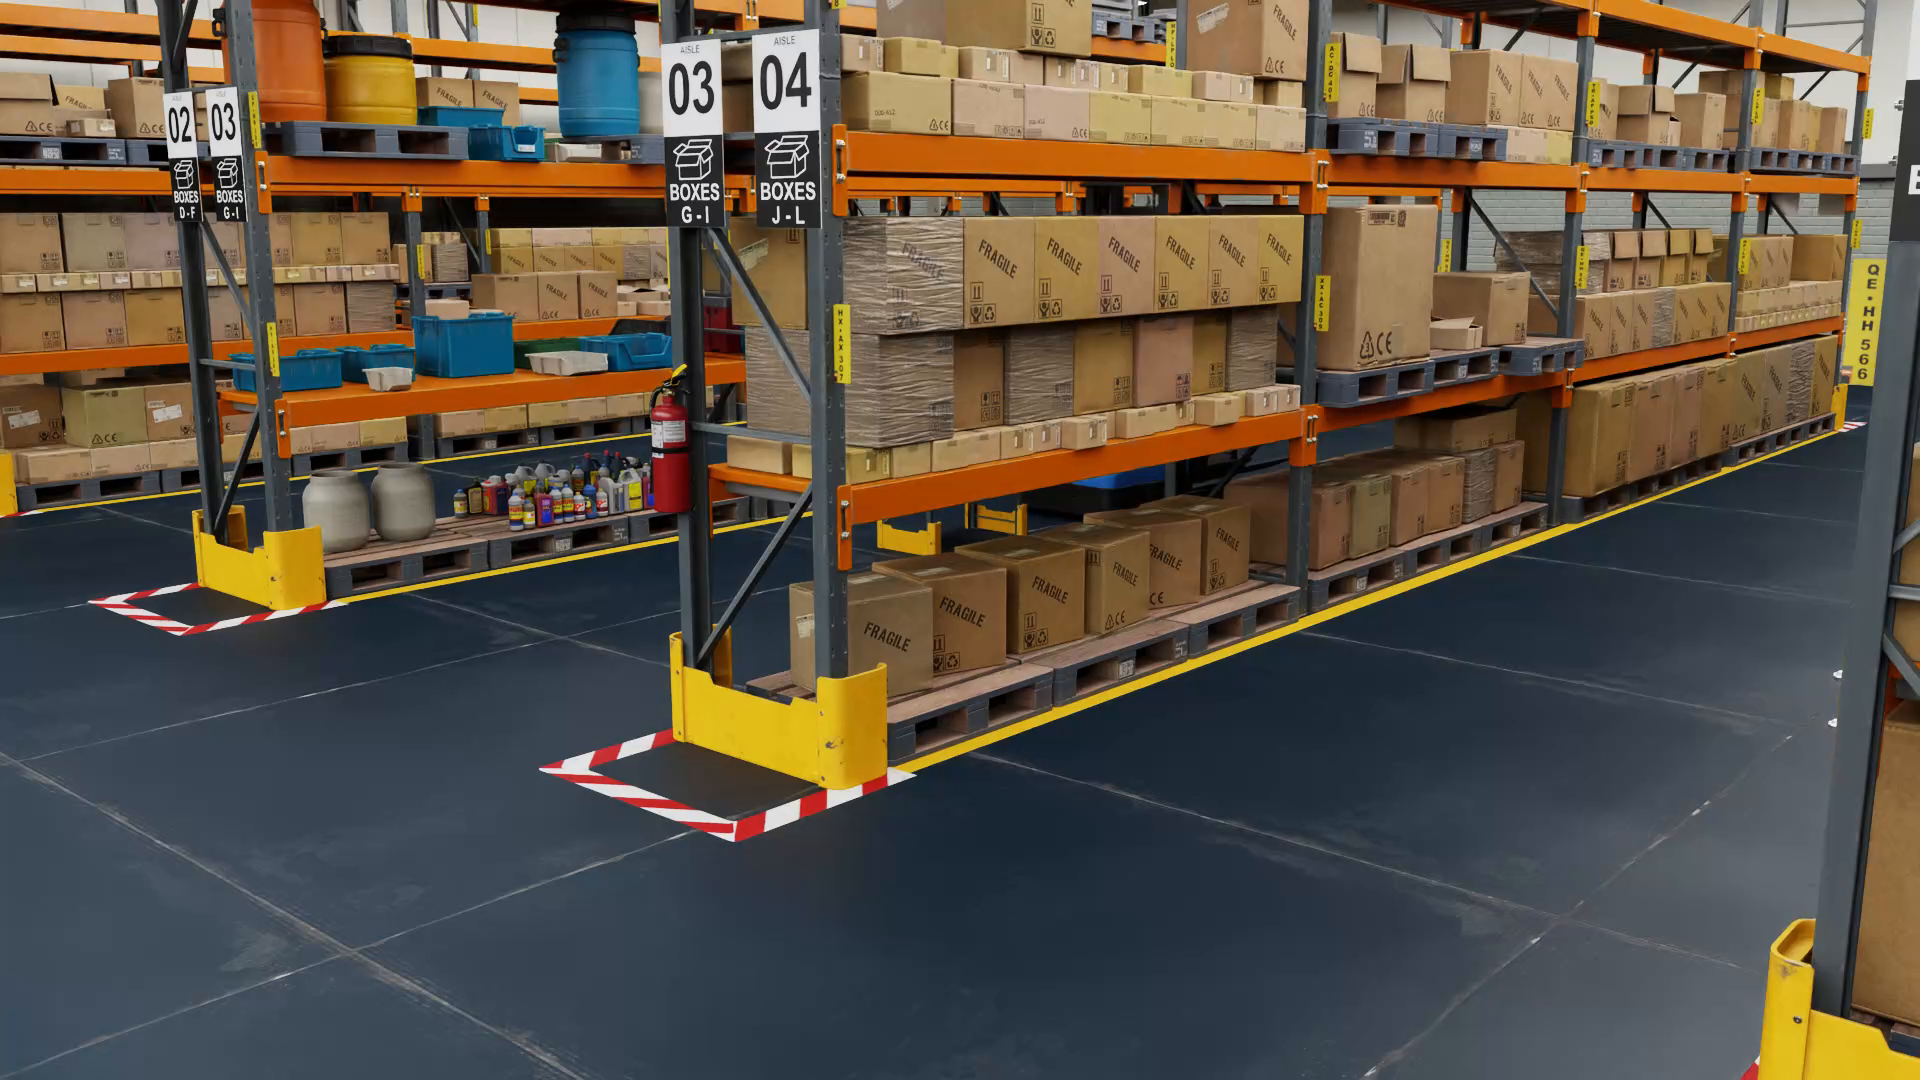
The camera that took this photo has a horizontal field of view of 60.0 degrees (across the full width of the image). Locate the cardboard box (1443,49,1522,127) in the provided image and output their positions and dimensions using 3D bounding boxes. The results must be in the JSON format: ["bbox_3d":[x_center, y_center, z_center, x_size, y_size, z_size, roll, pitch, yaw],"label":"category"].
[{"bbox_3d":[3.583,-3.156,11.666,0.500,0.500,0.500,10,15,41],"label":"cardboard box"}]

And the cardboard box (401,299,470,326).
[{"bbox_3d":[-5.408,-2.339,17.146,0.500,0.250,0.500,11,16,44],"label":"cardboard box"}]

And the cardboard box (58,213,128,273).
[{"bbox_3d":[-7.645,-2.584,14.422,0.700,0.500,0.500,9,15,39],"label":"cardboard box"}]

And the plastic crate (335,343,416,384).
[{"bbox_3d":[-4.084,-1.239,11.636,0.499,0.251,0.408,10,15,40],"label":"plastic crate"}]

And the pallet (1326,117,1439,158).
[{"bbox_3d":[2.226,-2.509,10.435,1.213,0.211,1.003,10,15,40],"label":"pallet"}]

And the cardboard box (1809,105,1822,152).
[{"bbox_3d":[8.895,-4.443,18.055,0.700,0.500,0.500,9,14,38],"label":"cardboard box"}]

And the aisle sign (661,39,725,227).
[{"bbox_3d":[-1.168,-1.769,7.272,0.394,0.787,0.004,10,15,40],"label":"aisle sign"}]

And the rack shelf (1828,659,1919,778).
[{"bbox_3d":[4.078,0.250,5.637,1.077,0.370,4.000,10,15,40],"label":"rack shelf"}]

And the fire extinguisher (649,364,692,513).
[{"bbox_3d":[-1.323,-0.469,7.600,0.296,0.674,0.183,10,15,40],"label":"fire extinguisher"}]

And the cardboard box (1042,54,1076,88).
[{"bbox_3d":[0.338,-2.255,8.049,0.380,0.149,0.250,9,14,38],"label":"cardboard box"}]

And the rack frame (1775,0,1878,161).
[{"bbox_3d":[9.660,-5.760,18.577,1.000,3.000,0.127,10,15,40],"label":"rack frame"}]

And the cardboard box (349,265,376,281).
[{"bbox_3d":[-5.883,-2.598,16.147,0.380,0.149,0.250,9,15,39],"label":"cardboard box"}]

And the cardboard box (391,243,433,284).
[{"bbox_3d":[-7.435,-3.671,22.056,0.700,0.500,0.500,8,14,35],"label":"cardboard box"}]

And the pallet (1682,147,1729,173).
[{"bbox_3d":[6.451,-3.466,15.235,0.805,0.209,1.217,9,14,38],"label":"pallet"}]

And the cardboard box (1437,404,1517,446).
[{"bbox_3d":[3.959,-0.897,12.887,0.500,0.250,0.500,11,15,43],"label":"cardboard box"}]

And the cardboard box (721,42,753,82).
[{"bbox_3d":[-0.953,-2.139,7.467,0.380,0.149,0.250,10,15,40],"label":"cardboard box"}]

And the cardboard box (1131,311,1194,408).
[{"bbox_3d":[0.784,-1.034,9.215,0.875,0.500,0.500,10,15,40],"label":"cardboard box"}]

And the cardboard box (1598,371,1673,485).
[{"bbox_3d":[5.444,-1.034,14.585,1.225,0.875,0.875,10,15,41],"label":"cardboard box"}]

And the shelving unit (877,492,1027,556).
[{"bbox_3d":[-0.050,-0.724,12.508,0.587,1.500,1.083,10,15,40],"label":"shelving unit"}]

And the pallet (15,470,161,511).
[{"bbox_3d":[-7.867,-0.496,14.657,1.003,0.211,1.213,10,15,40],"label":"pallet"}]

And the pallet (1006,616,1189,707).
[{"bbox_3d":[0.517,0.598,9.177,1.003,0.211,1.213,10,15,40],"label":"pallet"}]

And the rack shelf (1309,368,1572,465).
[{"bbox_3d":[3.059,-0.994,11.868,1.077,0.370,4.000,10,15,40],"label":"rack shelf"}]

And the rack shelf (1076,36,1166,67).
[{"bbox_3d":[1.979,-4.969,17.473,1.077,0.370,4.000,10,15,40],"label":"rack shelf"}]

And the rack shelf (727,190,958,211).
[{"bbox_3d":[-1.740,-4.335,20.936,1.077,0.370,4.000,10,15,40],"label":"rack shelf"}]

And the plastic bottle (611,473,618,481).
[{"bbox_3d":[-2.624,-0.379,12.761,0.061,0.283,0.133,10,15,40],"label":"plastic bottle"}]

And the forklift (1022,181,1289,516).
[{"bbox_3d":[1.827,-1.813,14.305,1.130,2.935,3.031,10,15,41],"label":"forklift"}]

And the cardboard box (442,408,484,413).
[{"bbox_3d":[-5.240,-1.495,17.057,0.500,0.311,0.500,10,15,41],"label":"cardboard box"}]

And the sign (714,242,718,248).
[{"bbox_3d":[-3.729,-4.611,25.387,0.100,0.325,0.005,10,15,40],"label":"sign"}]

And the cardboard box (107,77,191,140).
[{"bbox_3d":[-7.039,-3.749,14.482,0.500,0.500,0.500,10,15,40],"label":"cardboard box"}]

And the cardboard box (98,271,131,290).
[{"bbox_3d":[-7.414,-2.255,14.433,0.380,0.149,0.250,9,15,39],"label":"cardboard box"}]

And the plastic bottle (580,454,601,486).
[{"bbox_3d":[-2.951,-0.517,13.282,0.144,0.351,0.185,9,14,38],"label":"plastic bottle"}]

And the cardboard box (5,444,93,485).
[{"bbox_3d":[-7.820,-0.654,14.273,0.500,0.250,0.500,10,15,40],"label":"cardboard box"}]

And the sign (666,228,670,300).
[{"bbox_3d":[-1.305,-1.262,7.608,0.100,0.325,0.005,10,15,40],"label":"sign"}]

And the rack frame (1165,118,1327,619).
[{"bbox_3d":[1.739,-1.053,10.325,1.000,3.000,0.127,10,15,40],"label":"rack frame"}]

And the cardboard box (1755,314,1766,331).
[{"bbox_3d":[7.811,-2.185,16.633,0.380,0.149,0.250,10,15,42],"label":"cardboard box"}]

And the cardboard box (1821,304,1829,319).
[{"bbox_3d":[9.335,-2.525,18.336,0.380,0.149,0.250,10,15,40],"label":"cardboard box"}]

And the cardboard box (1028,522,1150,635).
[{"bbox_3d":[0.721,0.207,9.325,0.500,0.500,0.500,8,14,35],"label":"cardboard box"}]

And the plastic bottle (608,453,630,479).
[{"bbox_3d":[-2.718,-0.526,13.328,0.144,0.351,0.185,10,15,40],"label":"plastic bottle"}]

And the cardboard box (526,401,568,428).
[{"bbox_3d":[-4.570,-1.371,17.864,0.500,0.250,0.500,9,15,39],"label":"cardboard box"}]

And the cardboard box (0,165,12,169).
[{"bbox_3d":[-10.597,-4.165,17.942,0.500,0.500,0.500,11,16,44],"label":"cardboard box"}]

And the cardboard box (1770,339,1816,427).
[{"bbox_3d":[8.697,-1.744,18.138,0.875,0.875,0.875,10,15,40],"label":"cardboard box"}]

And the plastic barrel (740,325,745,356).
[{"bbox_3d":[-1.499,-1.957,13.570,0.600,0.901,0.708,10,15,40],"label":"plastic barrel"}]

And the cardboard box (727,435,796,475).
[{"bbox_3d":[-0.869,-0.410,7.746,0.380,0.149,0.250,10,15,40],"label":"cardboard box"}]

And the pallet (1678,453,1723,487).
[{"bbox_3d":[6.567,-0.739,15.874,1.003,0.211,1.213,10,15,40],"label":"pallet"}]

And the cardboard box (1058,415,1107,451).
[{"bbox_3d":[0.528,-0.561,8.501,0.380,0.149,0.250,10,15,40],"label":"cardboard box"}]

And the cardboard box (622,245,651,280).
[{"bbox_3d":[-4.926,-4.106,24.546,0.500,0.500,0.500,10,15,40],"label":"cardboard box"}]

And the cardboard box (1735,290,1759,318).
[{"bbox_3d":[7.526,-2.338,16.380,0.500,0.250,0.500,9,15,39],"label":"cardboard box"}]

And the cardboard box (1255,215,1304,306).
[{"bbox_3d":[1.648,-1.636,9.678,0.500,0.500,0.500,10,15,40],"label":"cardboard box"}]

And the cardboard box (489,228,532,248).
[{"bbox_3d":[-6.271,-4.173,22.965,0.500,0.250,0.500,10,15,42],"label":"cardboard box"}]

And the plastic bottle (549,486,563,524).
[{"bbox_3d":[-2.965,-0.260,12.195,0.097,0.271,0.097,0,11,0],"label":"plastic bottle"}]

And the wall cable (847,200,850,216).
[{"bbox_3d":[-1.368,-5.549,30.239,0.084,1.984,1.851,10,15,40],"label":"wall cable"}]

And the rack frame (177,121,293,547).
[{"bbox_3d":[-4.622,-1.105,10.584,1.000,3.000,0.127,10,15,40],"label":"rack frame"}]

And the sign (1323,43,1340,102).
[{"bbox_3d":[2.151,-2.708,9.635,0.100,0.325,0.005,10,15,40],"label":"sign"}]

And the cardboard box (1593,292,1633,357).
[{"bbox_3d":[5.243,-1.803,13.825,0.500,0.500,0.500,9,15,39],"label":"cardboard box"}]

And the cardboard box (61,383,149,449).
[{"bbox_3d":[-7.491,-1.095,14.569,0.500,0.500,0.500,10,15,40],"label":"cardboard box"}]

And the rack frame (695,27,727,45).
[{"bbox_3d":[-3.060,-5.865,19.099,1.000,3.000,0.127,10,15,40],"label":"rack frame"}]

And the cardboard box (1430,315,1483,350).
[{"bbox_3d":[3.481,-1.501,11.840,0.396,0.266,0.258,9,15,39],"label":"cardboard box"}]

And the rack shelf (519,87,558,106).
[{"bbox_3d":[-5.463,-6.250,23.886,1.077,0.370,4.000,10,15,40],"label":"rack shelf"}]
